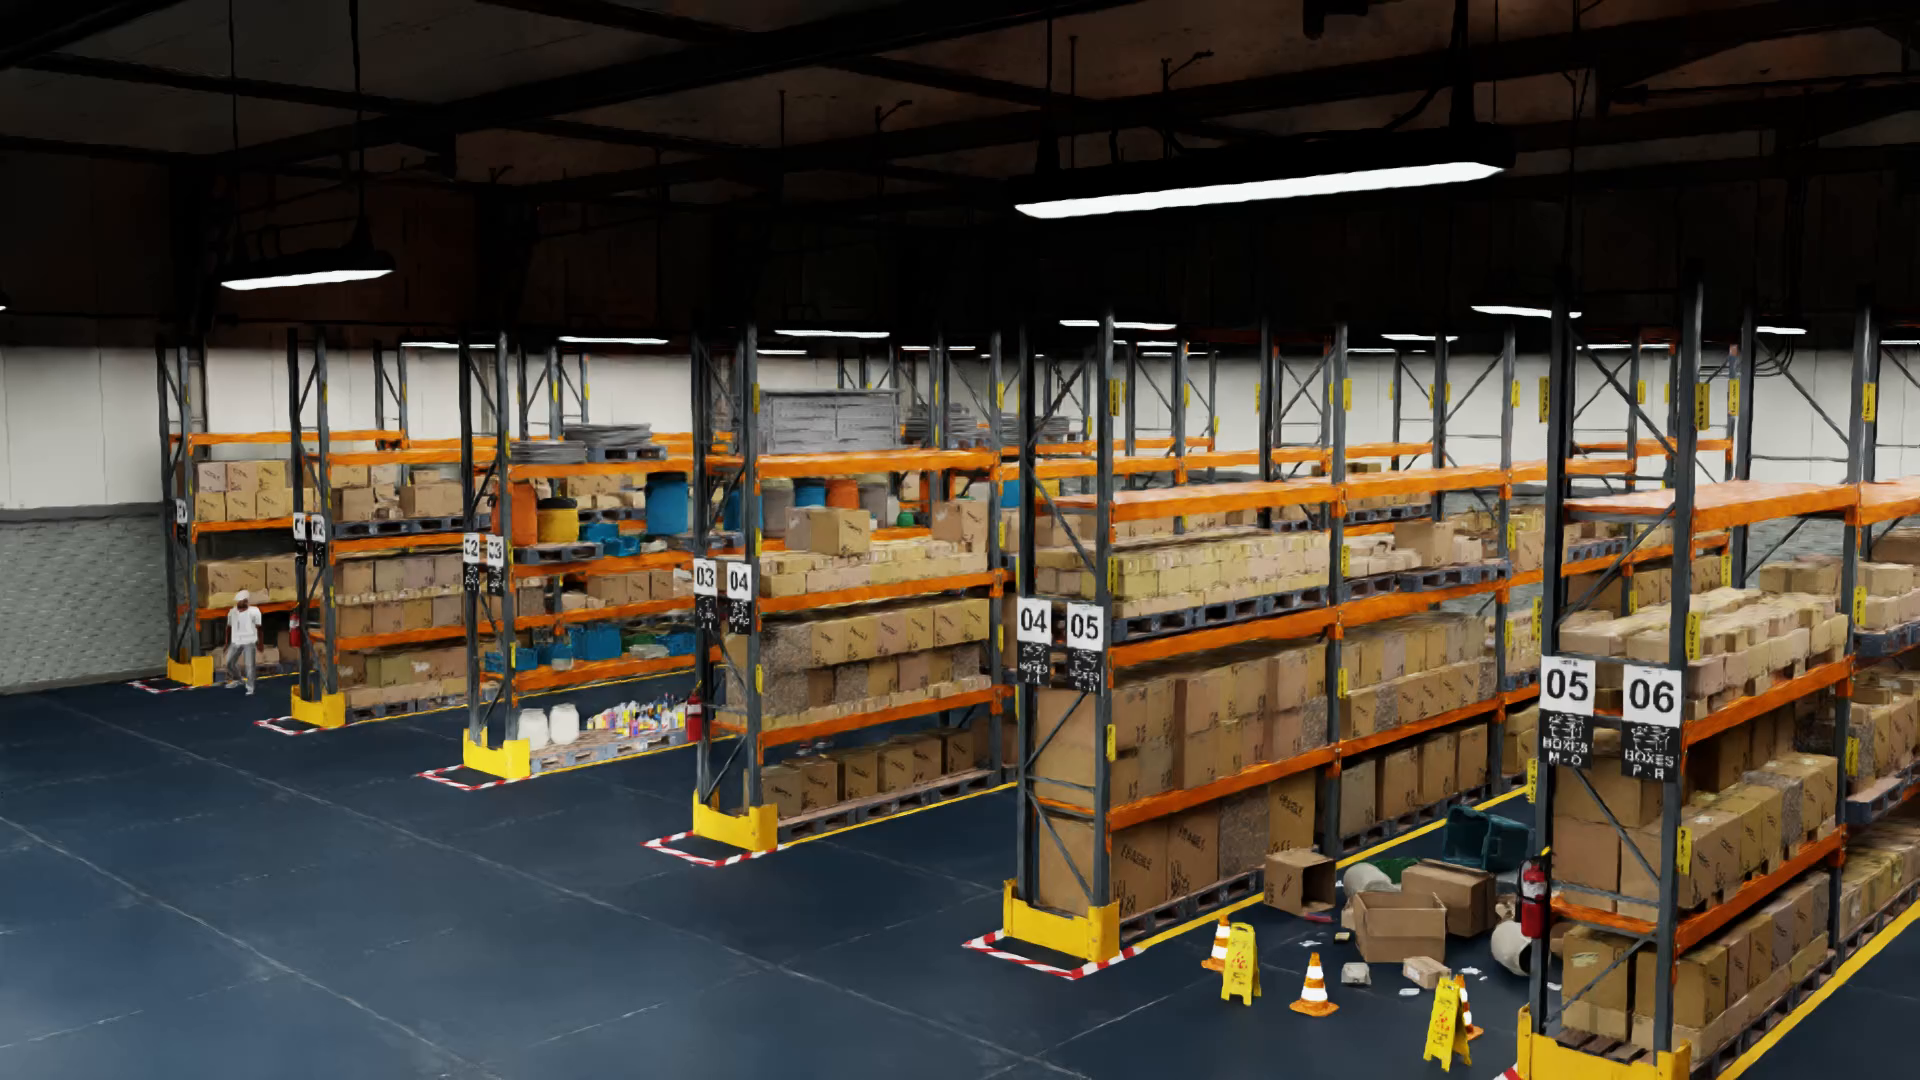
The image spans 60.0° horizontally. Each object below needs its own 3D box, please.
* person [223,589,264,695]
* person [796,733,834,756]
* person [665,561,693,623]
[{"bbox_3d":[-11.974,1.685,27.701,0.732,1.757,0.529,0,5,3],"label":"person"},{"bbox_3d":[-2.074,2.170,23.388,0.799,1.600,0.603,-5,7,-41],"label":"person"},{"bbox_3d":[-5.471,1.214,32.452,0.677,1.775,0.636,-1,6,-15],"label":"person"}]
